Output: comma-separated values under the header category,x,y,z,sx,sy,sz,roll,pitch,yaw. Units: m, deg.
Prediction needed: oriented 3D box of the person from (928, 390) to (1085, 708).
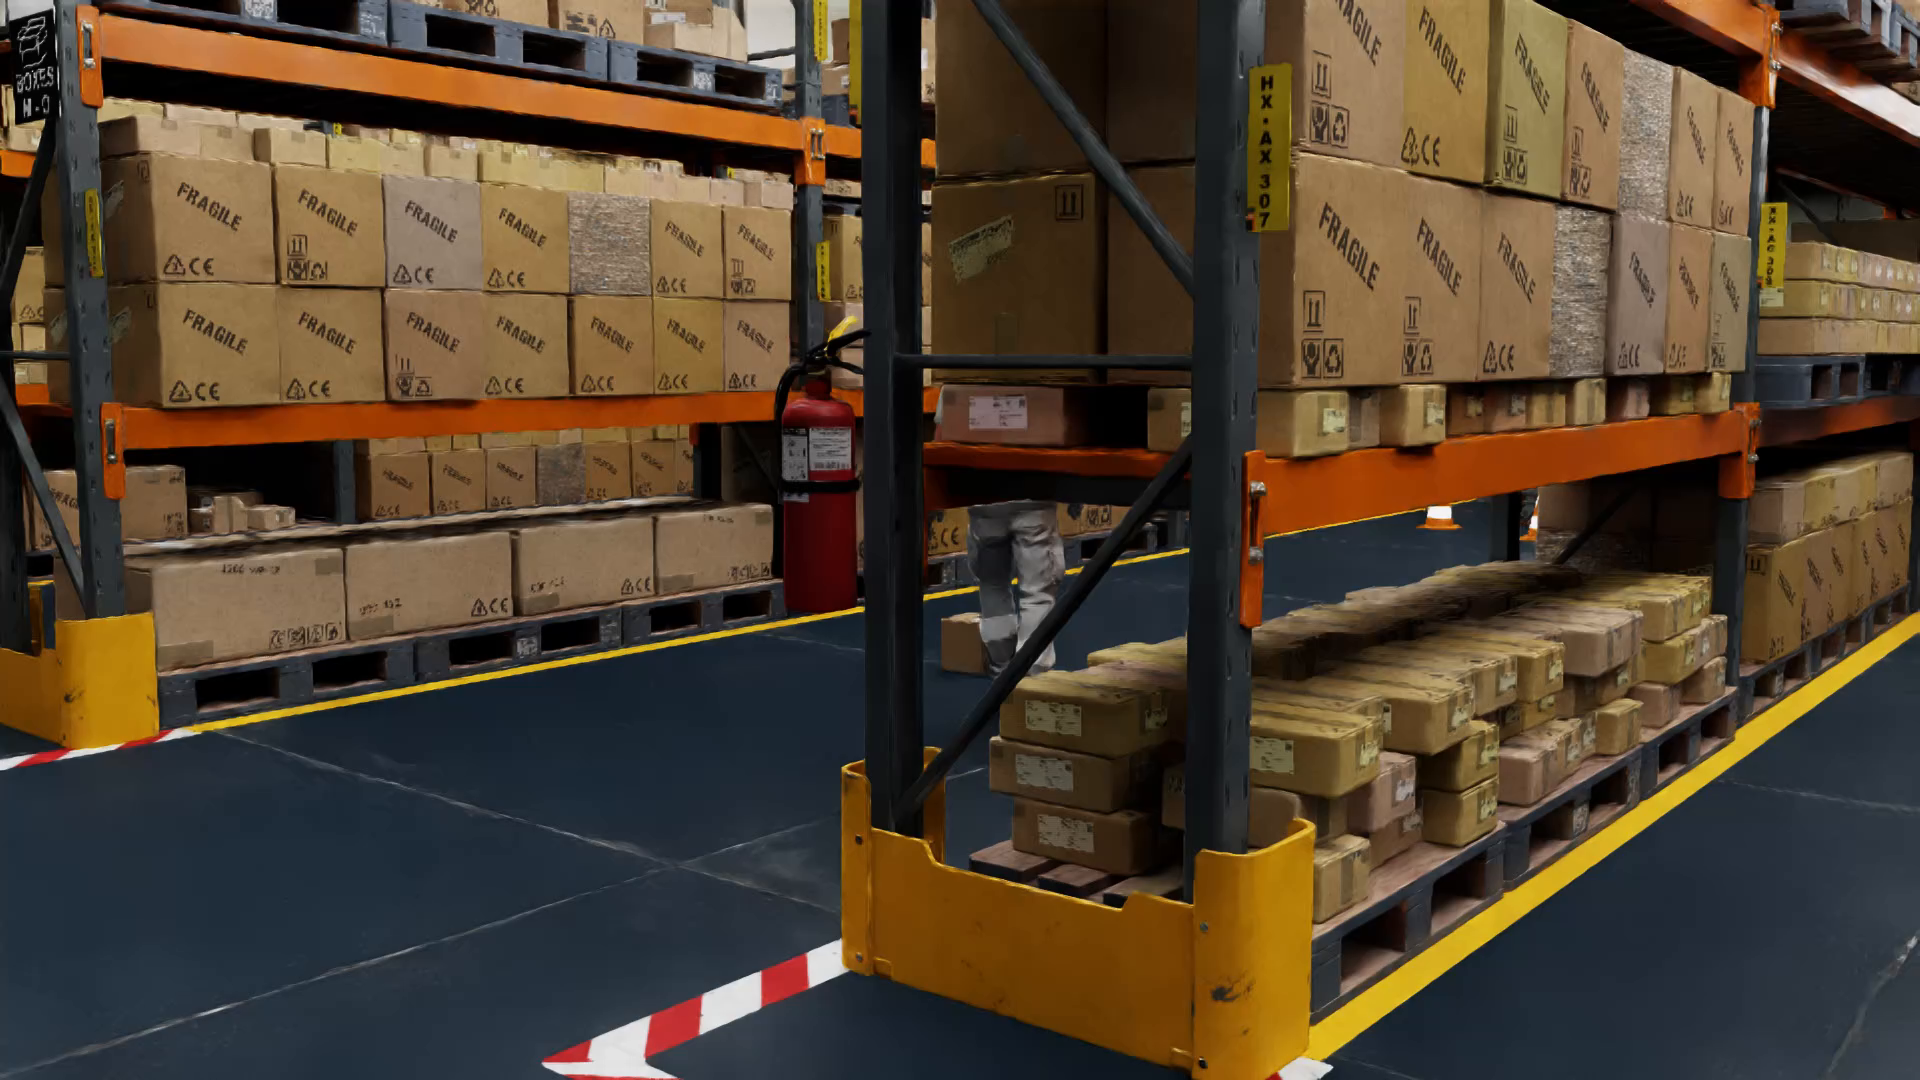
category,x,y,z,sx,sy,sz,roll,pitch,yaw
person,0.169,-0.113,6.791,0.686,1.791,0.691,1,7,8
